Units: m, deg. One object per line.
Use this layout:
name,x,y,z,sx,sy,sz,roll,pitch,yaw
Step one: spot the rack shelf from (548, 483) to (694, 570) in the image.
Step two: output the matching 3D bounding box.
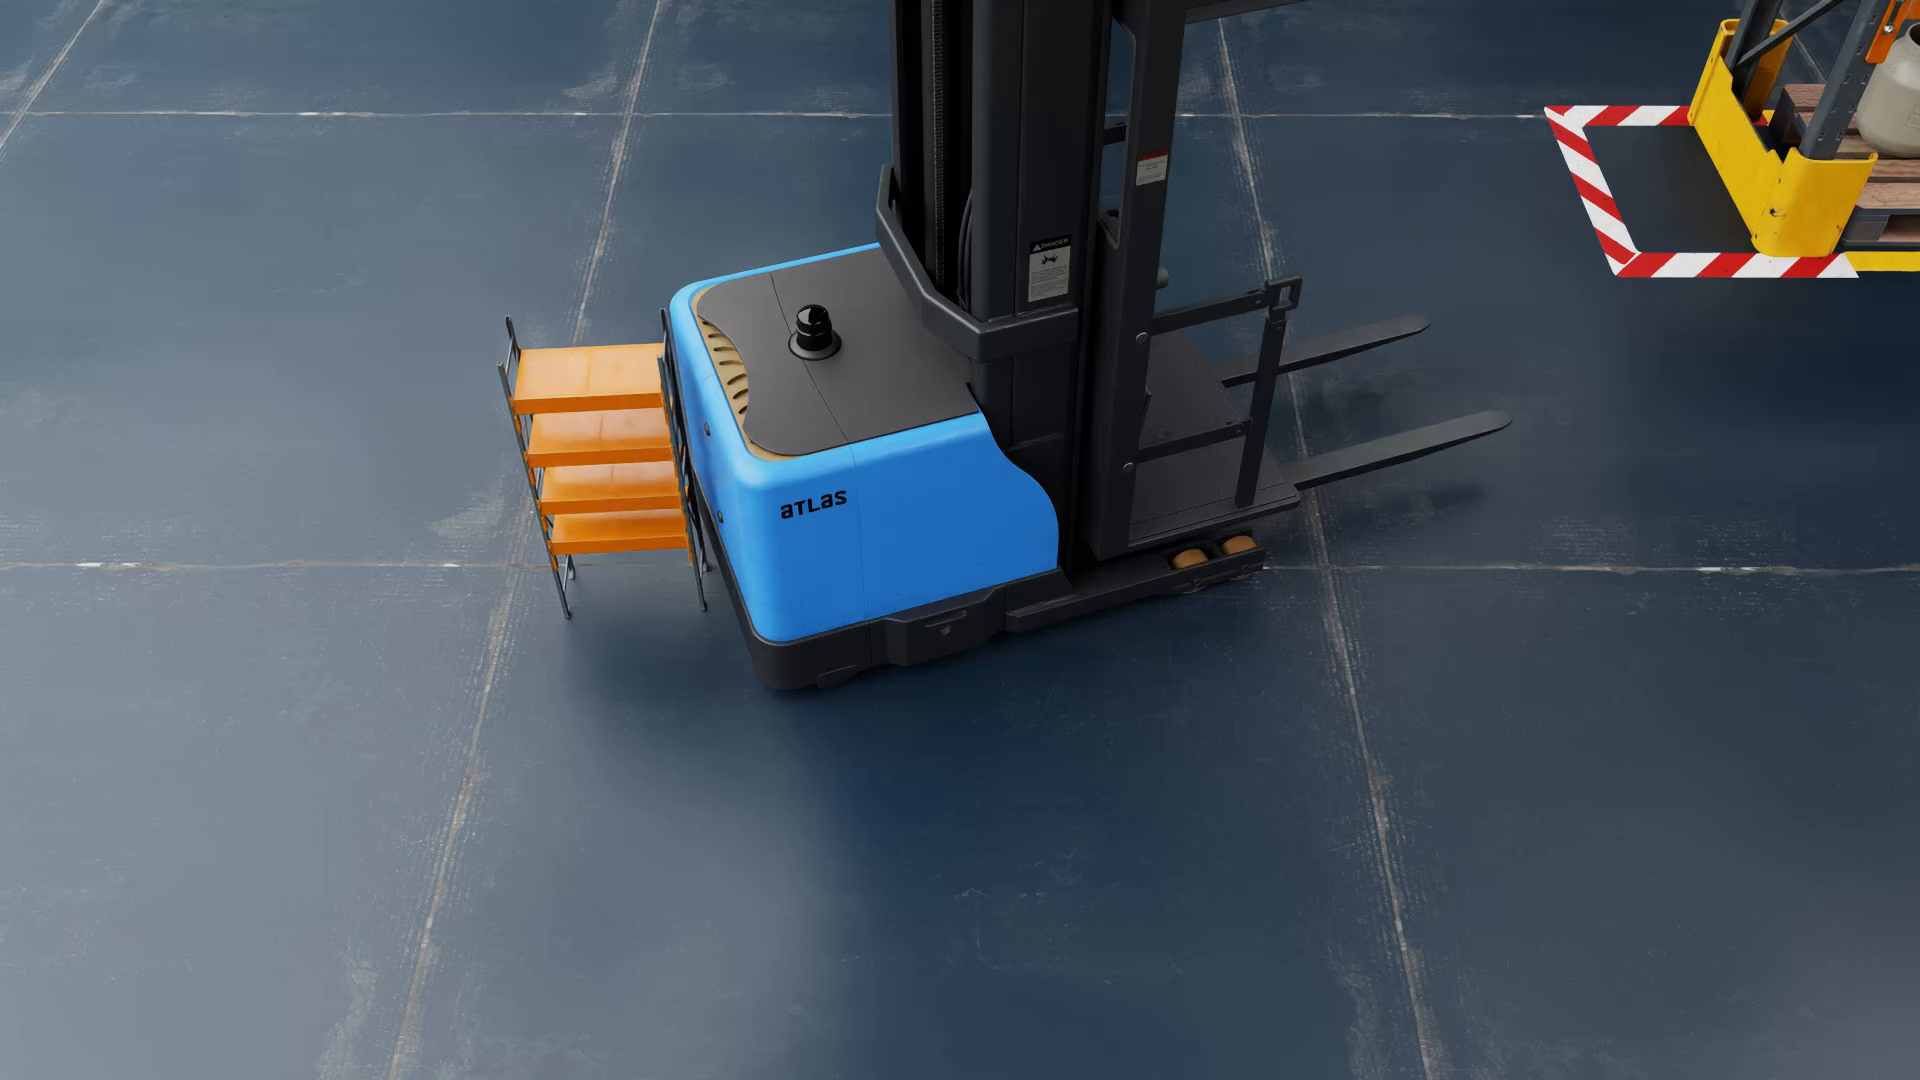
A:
rack shelf,-1.181,-0.048,5.838,0.480,0.148,0.258,-3,47,-3

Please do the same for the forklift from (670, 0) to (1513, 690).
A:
forklift,0.585,-1.154,5.322,3.031,2.935,1.130,-15,49,-13

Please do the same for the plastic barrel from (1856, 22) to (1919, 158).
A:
plastic barrel,4.331,-2.029,7.502,0.421,0.512,0.421,0,47,0

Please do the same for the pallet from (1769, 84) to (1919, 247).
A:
pallet,4.561,-1.758,7.742,1.213,0.211,1.003,0,47,0

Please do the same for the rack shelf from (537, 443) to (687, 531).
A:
rack shelf,-1.181,-0.183,5.692,0.480,0.148,0.258,-3,47,-3

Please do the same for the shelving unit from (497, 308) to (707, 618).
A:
shelving unit,-1.181,-0.229,5.643,0.503,1.200,0.258,-3,47,-3

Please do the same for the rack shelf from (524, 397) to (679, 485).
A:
rack shelf,-1.181,-0.335,5.529,0.480,0.148,0.258,-3,47,-3

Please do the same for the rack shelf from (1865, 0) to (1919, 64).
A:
rack shelf,5.672,-2.429,6.953,4.000,0.370,1.077,0,47,0

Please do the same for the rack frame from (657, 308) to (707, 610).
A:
rack frame,-0.938,-0.242,5.655,0.015,1.200,0.240,-3,47,-3

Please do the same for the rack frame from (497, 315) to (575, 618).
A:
rack frame,-1.425,-0.215,5.631,0.015,1.200,0.240,-3,47,-3

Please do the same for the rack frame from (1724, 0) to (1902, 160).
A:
rack frame,3.672,-2.680,6.695,0.127,3.000,1.000,0,47,0

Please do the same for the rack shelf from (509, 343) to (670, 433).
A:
rack shelf,-1.181,-0.496,5.355,0.480,0.148,0.258,-3,47,-3

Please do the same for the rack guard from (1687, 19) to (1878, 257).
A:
rack guard,3.748,-1.862,7.642,0.348,0.500,1.175,0,47,0
